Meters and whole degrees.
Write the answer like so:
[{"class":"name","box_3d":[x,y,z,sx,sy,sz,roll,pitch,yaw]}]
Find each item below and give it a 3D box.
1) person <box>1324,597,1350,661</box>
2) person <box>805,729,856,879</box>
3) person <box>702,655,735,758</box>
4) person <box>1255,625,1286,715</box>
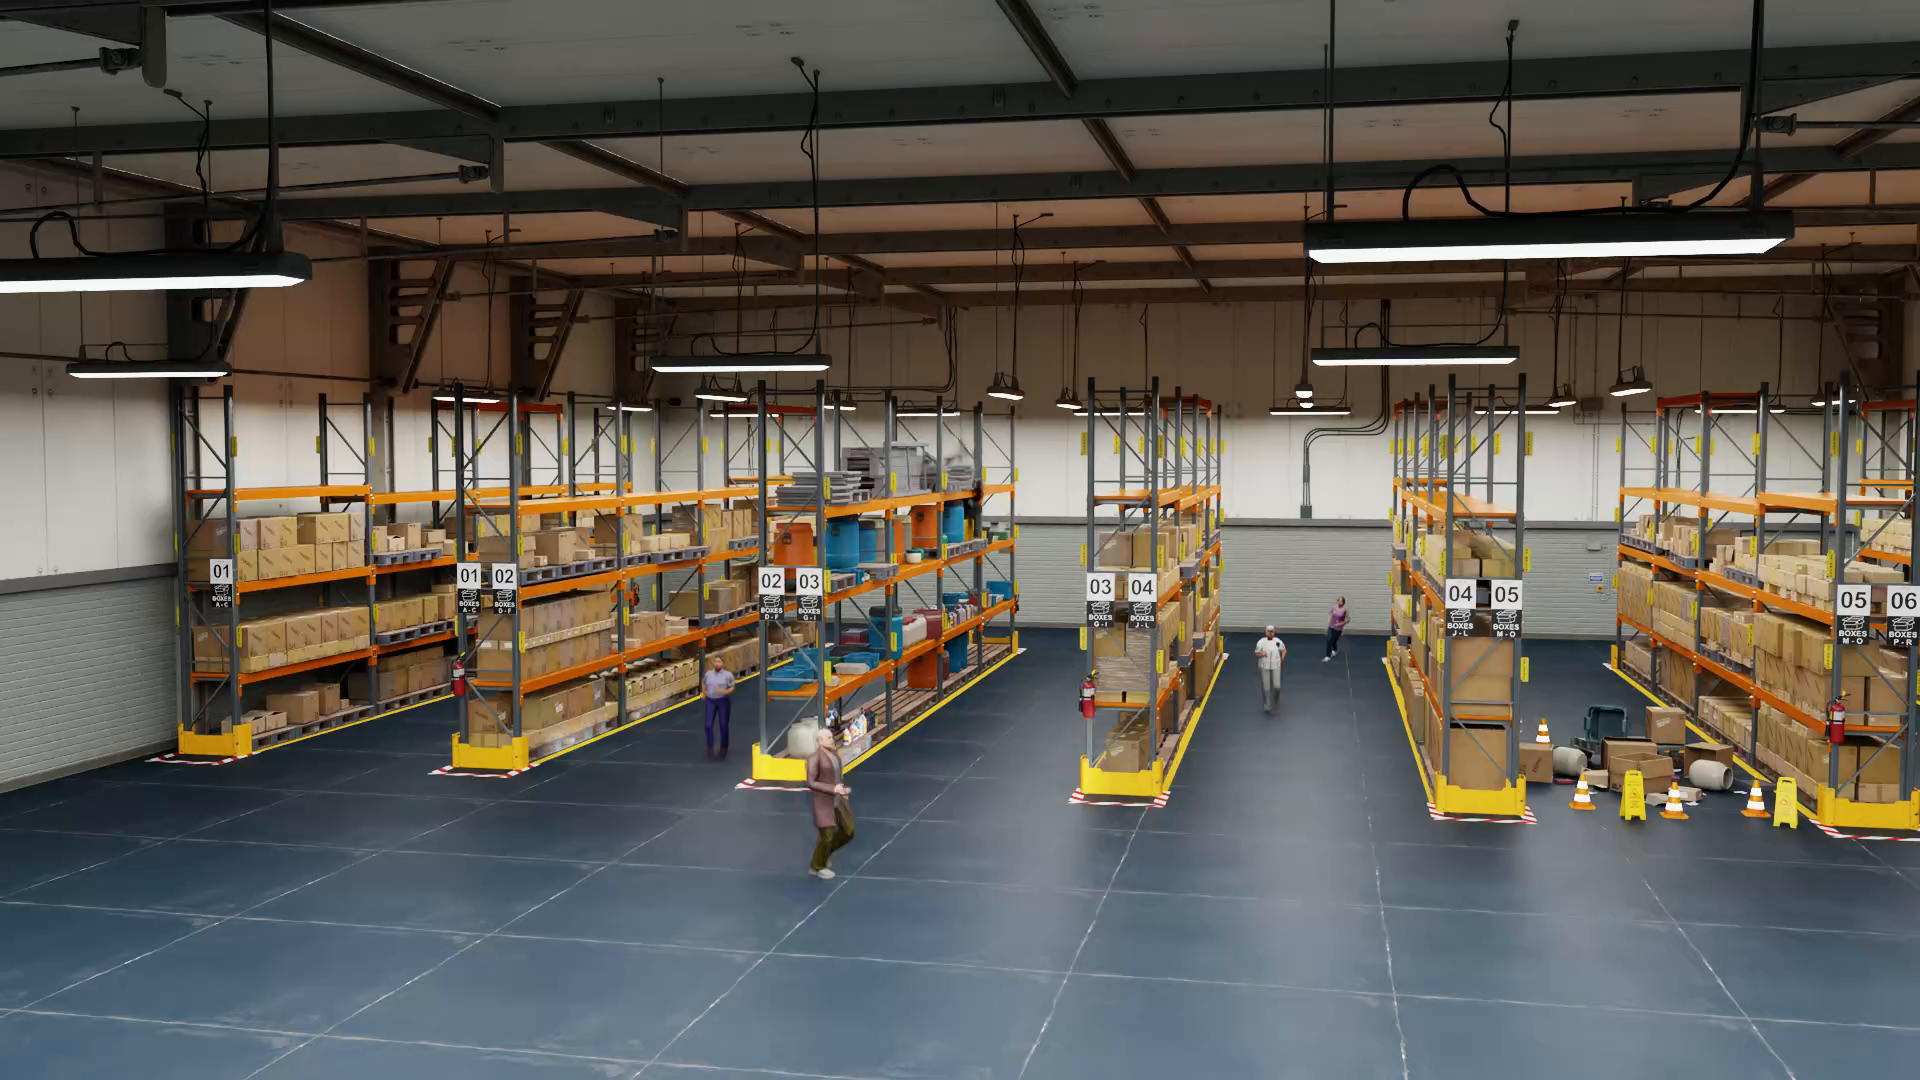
[{"class":"person","box_3d":[8.864,2.080,38.949,0.579,1.543,0.638,2,4,37]},{"class":"person","box_3d":[-1.488,3.052,19.245,0.631,1.739,0.695,2,4,34]},{"class":"person","box_3d":[-3.911,2.688,26.795,0.577,1.660,0.663,0,3,1]},{"class":"person","box_3d":[5.814,2.442,31.122,0.586,1.695,0.661,0,3,8]}]
